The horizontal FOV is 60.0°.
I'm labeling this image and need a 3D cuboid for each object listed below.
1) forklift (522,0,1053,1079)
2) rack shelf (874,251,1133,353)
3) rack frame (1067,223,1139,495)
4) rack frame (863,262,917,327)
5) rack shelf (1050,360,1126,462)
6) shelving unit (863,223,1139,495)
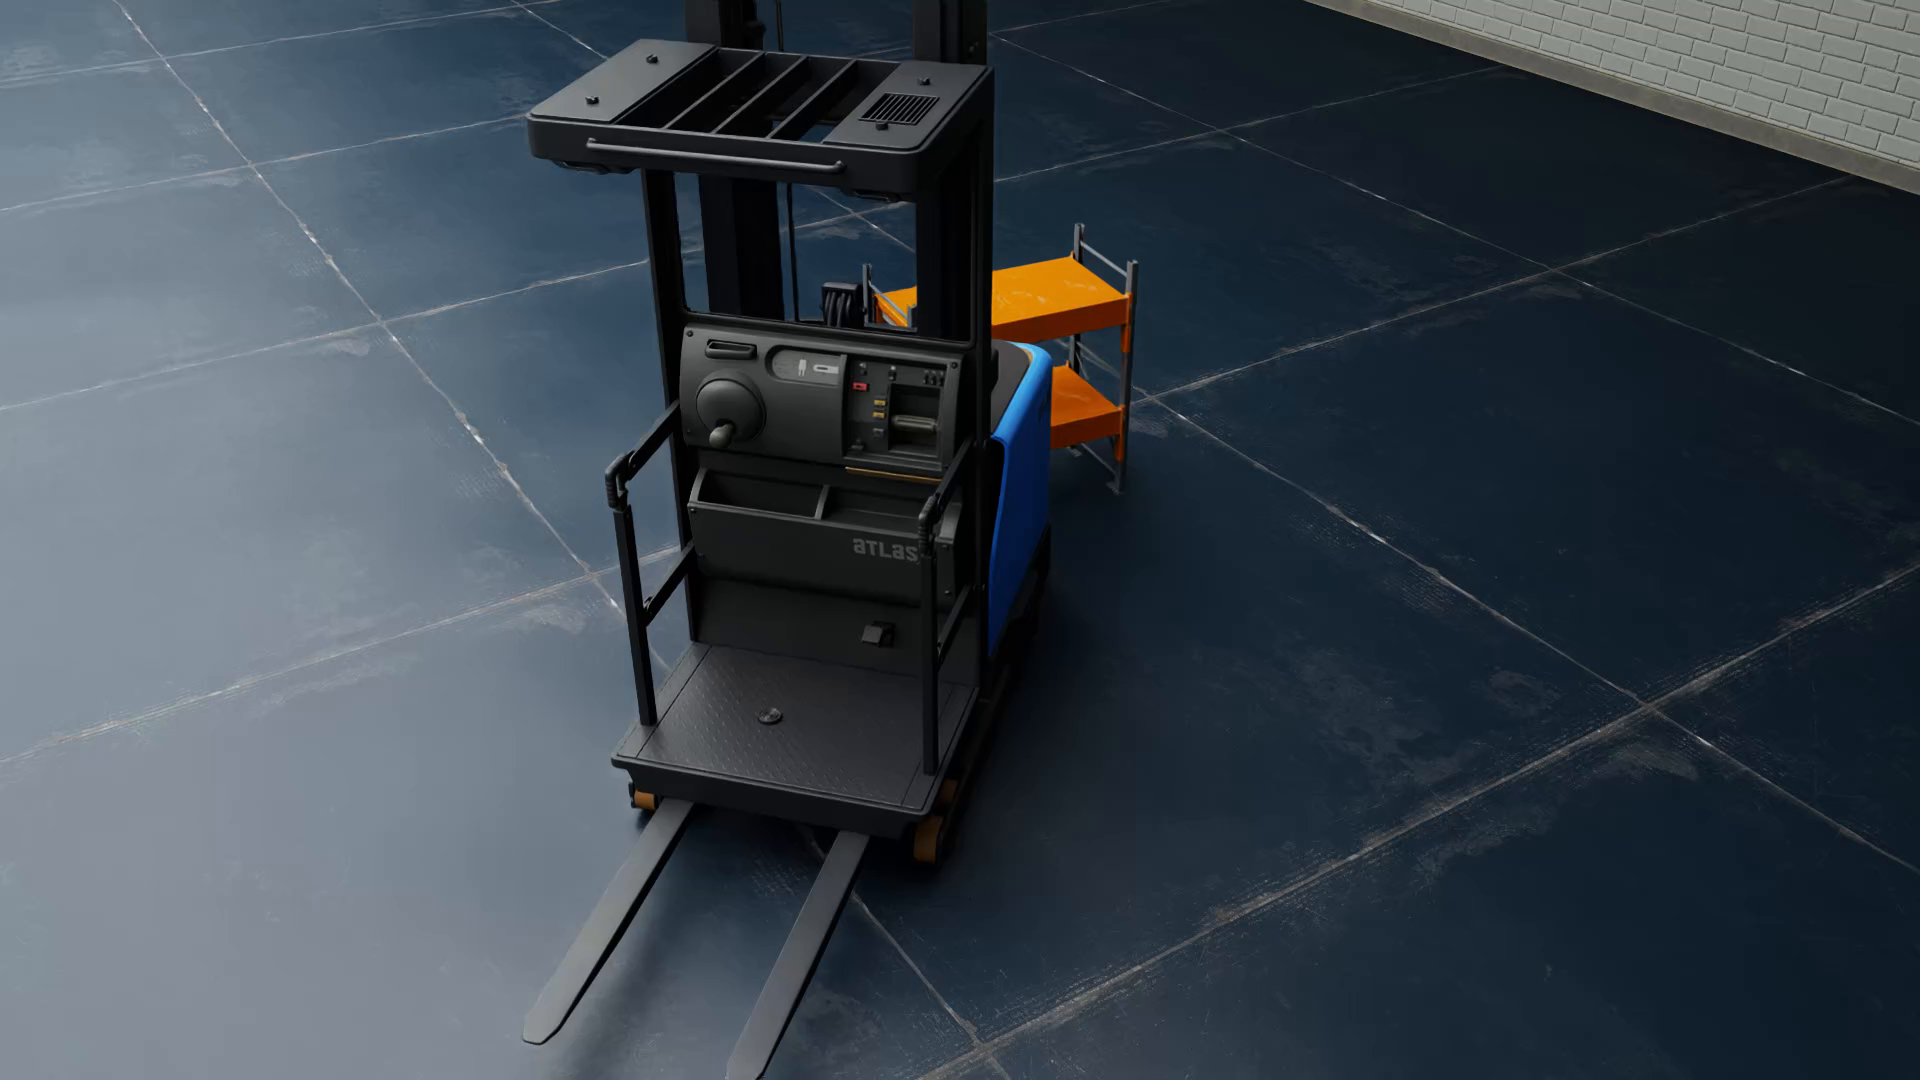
[{"bbox_3d":[-0.504,-0.393,5.126,1.130,2.935,3.031,8,33,13],"label":"forklift"},{"bbox_3d":[0.171,-0.936,7.130,1.000,0.278,0.538,-14,35,-22],"label":"rack shelf"},{"bbox_3d":[0.629,-0.806,7.473,0.032,1.125,0.500,-14,35,-22],"label":"rack frame"},{"bbox_3d":[-0.287,-0.570,7.100,0.032,1.125,0.500,-14,35,-22],"label":"rack frame"},{"bbox_3d":[0.171,-0.481,7.417,1.000,0.278,0.538,-14,35,-22],"label":"rack shelf"},{"bbox_3d":[0.171,-0.688,7.287,1.048,1.125,0.538,-14,35,-22],"label":"shelving unit"}]
